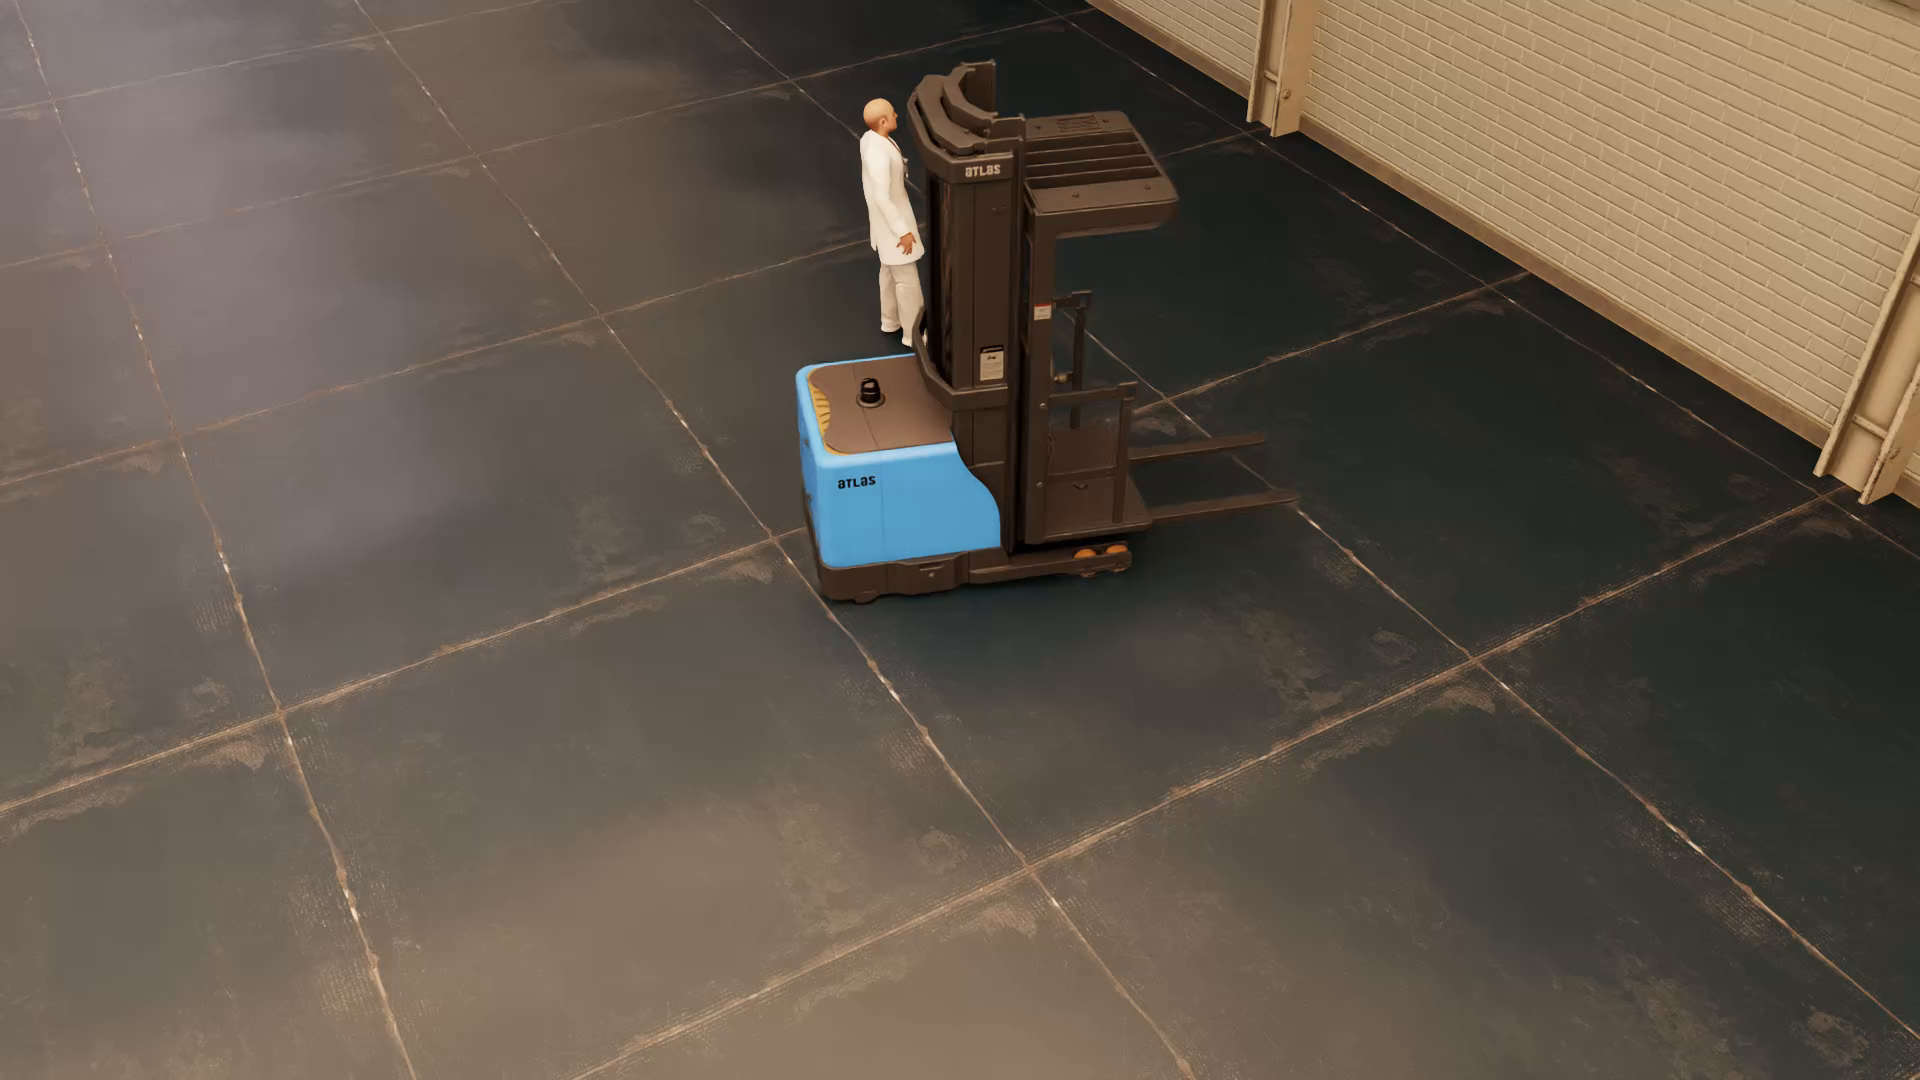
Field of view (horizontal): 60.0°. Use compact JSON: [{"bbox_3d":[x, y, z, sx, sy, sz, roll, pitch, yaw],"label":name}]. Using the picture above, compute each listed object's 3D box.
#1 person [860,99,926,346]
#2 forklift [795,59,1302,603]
[{"bbox_3d":[-0.458,-2.219,11.604,0.422,1.775,0.668,-7,40,-9],"label":"person"},{"bbox_3d":[0.575,-1.232,9.522,3.031,2.935,1.130,-8,40,-9],"label":"forklift"}]
